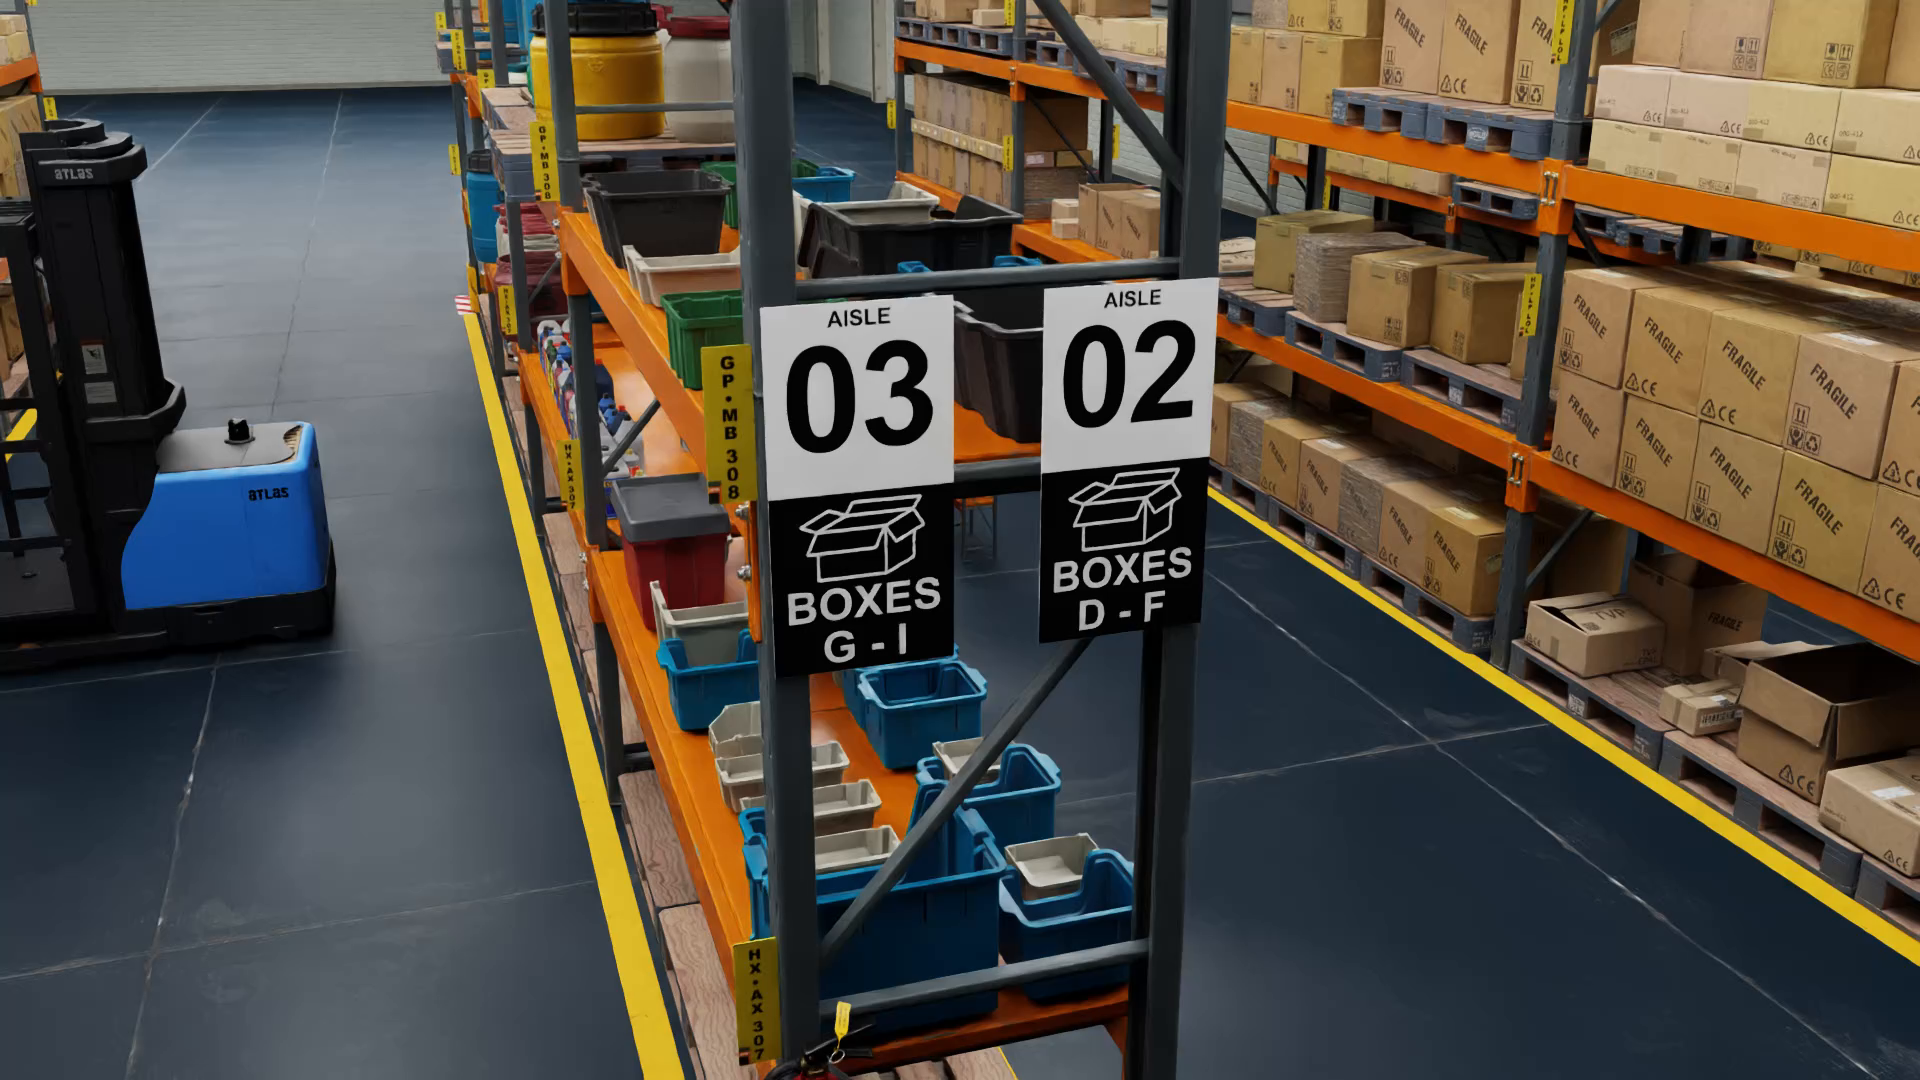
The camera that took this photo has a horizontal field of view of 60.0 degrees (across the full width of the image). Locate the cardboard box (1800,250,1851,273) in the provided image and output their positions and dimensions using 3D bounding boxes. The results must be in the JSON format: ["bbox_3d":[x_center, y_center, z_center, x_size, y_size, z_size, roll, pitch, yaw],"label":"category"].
[{"bbox_3d":[7.011,-2.395,13.030,0.500,0.500,0.500,-6,21,-15],"label":"cardboard box"}]

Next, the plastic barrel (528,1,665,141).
[{"bbox_3d":[-1.682,-2.184,7.723,0.600,0.588,0.600,0,20,0],"label":"plastic barrel"}]

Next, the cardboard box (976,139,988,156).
[{"bbox_3d":[0.380,-4.051,17.149,0.380,0.149,0.250,-6,21,-17],"label":"cardboard box"}]

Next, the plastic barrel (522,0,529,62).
[{"bbox_3d":[-3.145,-4.080,13.158,0.600,0.901,0.600,0,20,0],"label":"plastic barrel"}]

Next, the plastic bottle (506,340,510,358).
[{"bbox_3d":[-4.181,-1.830,15.442,0.061,0.283,0.133,-5,20,-14],"label":"plastic bottle"}]

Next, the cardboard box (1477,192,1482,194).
[{"bbox_3d":[5.744,-3.947,18.160,0.500,0.250,0.500,-6,21,-17],"label":"cardboard box"}]

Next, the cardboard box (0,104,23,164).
[{"bbox_3d":[-8.951,-3.726,15.286,0.500,0.500,0.500,-6,21,-17],"label":"cardboard box"}]

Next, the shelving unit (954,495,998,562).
[{"bbox_3d":[0.052,-0.512,11.066,0.258,1.200,0.503,-6,21,-17],"label":"shelving unit"}]

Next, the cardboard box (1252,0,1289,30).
[{"bbox_3d":[2.375,-3.812,11.528,0.500,0.500,0.500,-6,21,-17],"label":"cardboard box"}]

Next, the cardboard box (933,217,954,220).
[{"bbox_3d":[0.015,-3.332,18.593,0.500,0.500,0.500,-6,21,-17],"label":"cardboard box"}]

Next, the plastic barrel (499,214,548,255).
[{"bbox_3d":[-3.394,-2.280,13.126,0.433,0.535,0.433,0,20,0],"label":"plastic barrel"}]

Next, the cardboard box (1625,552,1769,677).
[{"bbox_3d":[3.950,0.382,8.962,0.500,0.500,0.500,-6,21,-17],"label":"cardboard box"}]

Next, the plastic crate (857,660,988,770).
[{"bbox_3d":[-0.124,0.583,5.516,0.416,0.233,0.300,-6,21,-17],"label":"plastic crate"}]

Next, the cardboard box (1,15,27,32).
[{"bbox_3d":[-9.292,-5.012,16.128,0.380,0.149,0.250,-6,21,-17],"label":"cardboard box"}]

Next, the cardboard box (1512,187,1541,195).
[{"bbox_3d":[5.985,-3.742,16.598,0.700,0.500,0.500,-4,20,-12],"label":"cardboard box"}]

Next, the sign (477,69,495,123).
[{"bbox_3d":[-2.980,-2.800,10.492,0.100,0.325,0.005,-6,21,-17],"label":"sign"}]

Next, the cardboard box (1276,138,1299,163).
[{"bbox_3d":[4.283,-4.867,20.721,0.500,0.250,0.500,-7,21,-19],"label":"cardboard box"}]

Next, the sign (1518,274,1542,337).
[{"bbox_3d":[2.975,-1.225,8.676,0.100,0.325,0.005,-6,21,-17],"label":"sign"}]

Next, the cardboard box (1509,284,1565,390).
[{"bbox_3d":[3.565,-1.160,9.440,0.700,0.500,0.500,-15,24,-35],"label":"cardboard box"}]

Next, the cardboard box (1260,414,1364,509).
[{"bbox_3d":[2.438,-0.549,11.554,0.500,0.500,0.500,-7,21,-18],"label":"cardboard box"}]

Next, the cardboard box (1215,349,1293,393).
[{"bbox_3d":[2.358,-1.390,13.467,0.500,0.311,0.500,-6,21,-15],"label":"cardboard box"}]

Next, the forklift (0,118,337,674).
[{"bbox_3d":[-5.297,-0.810,9.335,3.031,2.935,1.130,-6,21,-17],"label":"forklift"}]

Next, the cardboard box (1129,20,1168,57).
[{"bbox_3d":[1.697,-4.053,13.426,0.500,0.250,0.500,-7,21,-18],"label":"cardboard box"}]

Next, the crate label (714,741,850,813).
[{"bbox_3d":[-0.561,0.741,5.218,0.396,0.136,0.243,-6,21,-17],"label":"crate label"}]

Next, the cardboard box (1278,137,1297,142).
[{"bbox_3d":[4.296,-5.225,20.609,0.500,0.500,0.500,-6,21,-17],"label":"cardboard box"}]

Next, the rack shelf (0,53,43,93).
[{"bbox_3d":[-9.047,-3.971,14.661,1.077,0.370,4.000,-6,21,-17],"label":"rack shelf"}]

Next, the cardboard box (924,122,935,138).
[{"bbox_3d":[-0.189,-4.630,18.761,0.380,0.149,0.250,-6,21,-17],"label":"cardboard box"}]

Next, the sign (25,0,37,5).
[{"bbox_3d":[-9.143,-5.420,16.323,0.100,0.325,0.005,-6,21,-17],"label":"sign"}]

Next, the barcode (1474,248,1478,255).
[{"bbox_3d":[5.746,-3.215,18.503,0.001,0.075,0.075,-6,21,-17],"label":"barcode"}]

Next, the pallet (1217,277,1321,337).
[{"bbox_3d":[2.524,-1.723,12.060,1.213,0.211,1.003,-6,21,-17],"label":"pallet"}]

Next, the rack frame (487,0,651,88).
[{"bbox_3d":[-2.460,-4.322,10.137,1.000,3.000,0.127,-6,21,-17],"label":"rack frame"}]

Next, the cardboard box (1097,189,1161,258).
[{"bbox_3d":[1.536,-2.776,14.560,0.500,0.500,0.500,-6,21,-17],"label":"cardboard box"}]

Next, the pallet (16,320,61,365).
[{"bbox_3d":[-9.430,-1.938,16.500,1.003,0.211,1.213,-6,21,-17],"label":"pallet"}]

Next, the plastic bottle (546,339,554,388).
[{"bbox_3d":[-2.486,-1.074,10.142,0.061,0.283,0.133,-6,21,-17],"label":"plastic bottle"}]

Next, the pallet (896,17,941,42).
[{"bbox_3d":[-0.073,-5.731,18.629,1.003,0.211,1.213,-6,21,-17],"label":"pallet"}]

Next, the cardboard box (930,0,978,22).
[{"bbox_3d":[-0.008,-5.751,17.577,0.500,0.500,0.500,-6,21,-17],"label":"cardboard box"}]

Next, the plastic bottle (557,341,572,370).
[{"bbox_3d":[-2.417,-1.082,10.183,0.097,0.271,0.097,0,20,0],"label":"plastic bottle"}]

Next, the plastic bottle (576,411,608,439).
[{"bbox_3d":[-1.906,-0.528,8.631,0.152,0.276,0.135,-6,21,-17],"label":"plastic bottle"}]

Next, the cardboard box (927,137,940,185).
[{"bbox_3d":[0.034,-4.319,18.855,0.700,0.500,0.500,-6,21,-16],"label":"cardboard box"}]

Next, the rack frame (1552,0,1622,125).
[{"bbox_3d":[3.501,-3.563,8.025,1.000,3.000,0.127,-6,21,-17],"label":"rack frame"}]

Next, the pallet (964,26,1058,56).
[{"bbox_3d":[0.694,-4.948,16.449,1.003,0.211,1.213,-6,21,-17],"label":"pallet"}]

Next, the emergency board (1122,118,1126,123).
[{"bbox_3d":[2.846,-7.708,28.439,0.194,1.169,0.643,-6,21,-17],"label":"emergency board"}]

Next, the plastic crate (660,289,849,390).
[{"bbox_3d":[-0.526,-0.529,4.329,0.450,0.188,0.336,-6,21,-17],"label":"plastic crate"}]

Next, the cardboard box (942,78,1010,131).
[{"bbox_3d":[0.210,-4.750,18.137,0.700,0.500,0.500,-6,21,-17],"label":"cardboard box"}]

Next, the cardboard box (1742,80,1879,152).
[{"bbox_3d":[3.723,-1.812,7.068,0.500,0.250,0.500,-6,21,-17],"label":"cardboard box"}]

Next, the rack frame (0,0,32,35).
[{"bbox_3d":[-9.676,-6.363,15.819,1.000,3.000,0.127,-6,21,-17],"label":"rack frame"}]

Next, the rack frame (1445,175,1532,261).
[{"bbox_3d":[5.688,-3.835,17.655,1.000,3.000,0.127,-6,21,-17],"label":"rack frame"}]

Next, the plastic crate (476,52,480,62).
[{"bbox_3d":[-4.605,-4.542,15.576,0.243,0.136,0.396,-6,21,-17],"label":"plastic crate"}]

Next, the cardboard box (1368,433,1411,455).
[{"bbox_3d":[3.094,-0.445,11.265,0.500,0.500,0.500,-7,21,-19],"label":"cardboard box"}]

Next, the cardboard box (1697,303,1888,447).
[{"bbox_3d":[3.706,-0.746,7.429,0.500,0.500,0.500,-7,21,-19],"label":"cardboard box"}]

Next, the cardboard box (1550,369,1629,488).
[{"bbox_3d":[3.403,-0.594,8.486,0.500,0.500,0.500,-6,21,-16],"label":"cardboard box"}]

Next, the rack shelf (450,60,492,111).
[{"bbox_3d":[-4.345,-4.497,16.126,1.077,0.370,4.000,-6,21,-17],"label":"rack shelf"}]

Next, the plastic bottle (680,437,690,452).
[{"bbox_3d":[-1.422,-0.626,8.907,0.152,0.276,0.135,-6,21,-17],"label":"plastic bottle"}]

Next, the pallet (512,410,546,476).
[{"bbox_3d":[-3.046,-0.830,13.414,1.003,0.211,1.213,-6,21,-17],"label":"pallet"}]

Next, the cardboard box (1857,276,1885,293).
[{"bbox_3d":[7.189,-1.986,12.850,0.380,0.149,0.250,-6,21,-16],"label":"cardboard box"}]

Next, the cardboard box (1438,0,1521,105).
[{"bbox_3d":[3.181,-2.825,9.489,0.600,0.600,0.600,-7,21,-18],"label":"cardboard box"}]

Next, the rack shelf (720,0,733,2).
[{"bbox_3d":[-0.574,-1.870,4.965,1.077,0.370,4.000,-6,21,-17],"label":"rack shelf"}]

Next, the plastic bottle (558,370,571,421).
[{"bbox_3d":[-2.194,-0.822,9.450,0.152,0.276,0.135,-6,21,-17],"label":"plastic bottle"}]

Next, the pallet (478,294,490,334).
[{"bbox_3d":[-4.655,-2.473,17.988,1.003,0.211,1.213,-6,21,-17],"label":"pallet"}]
